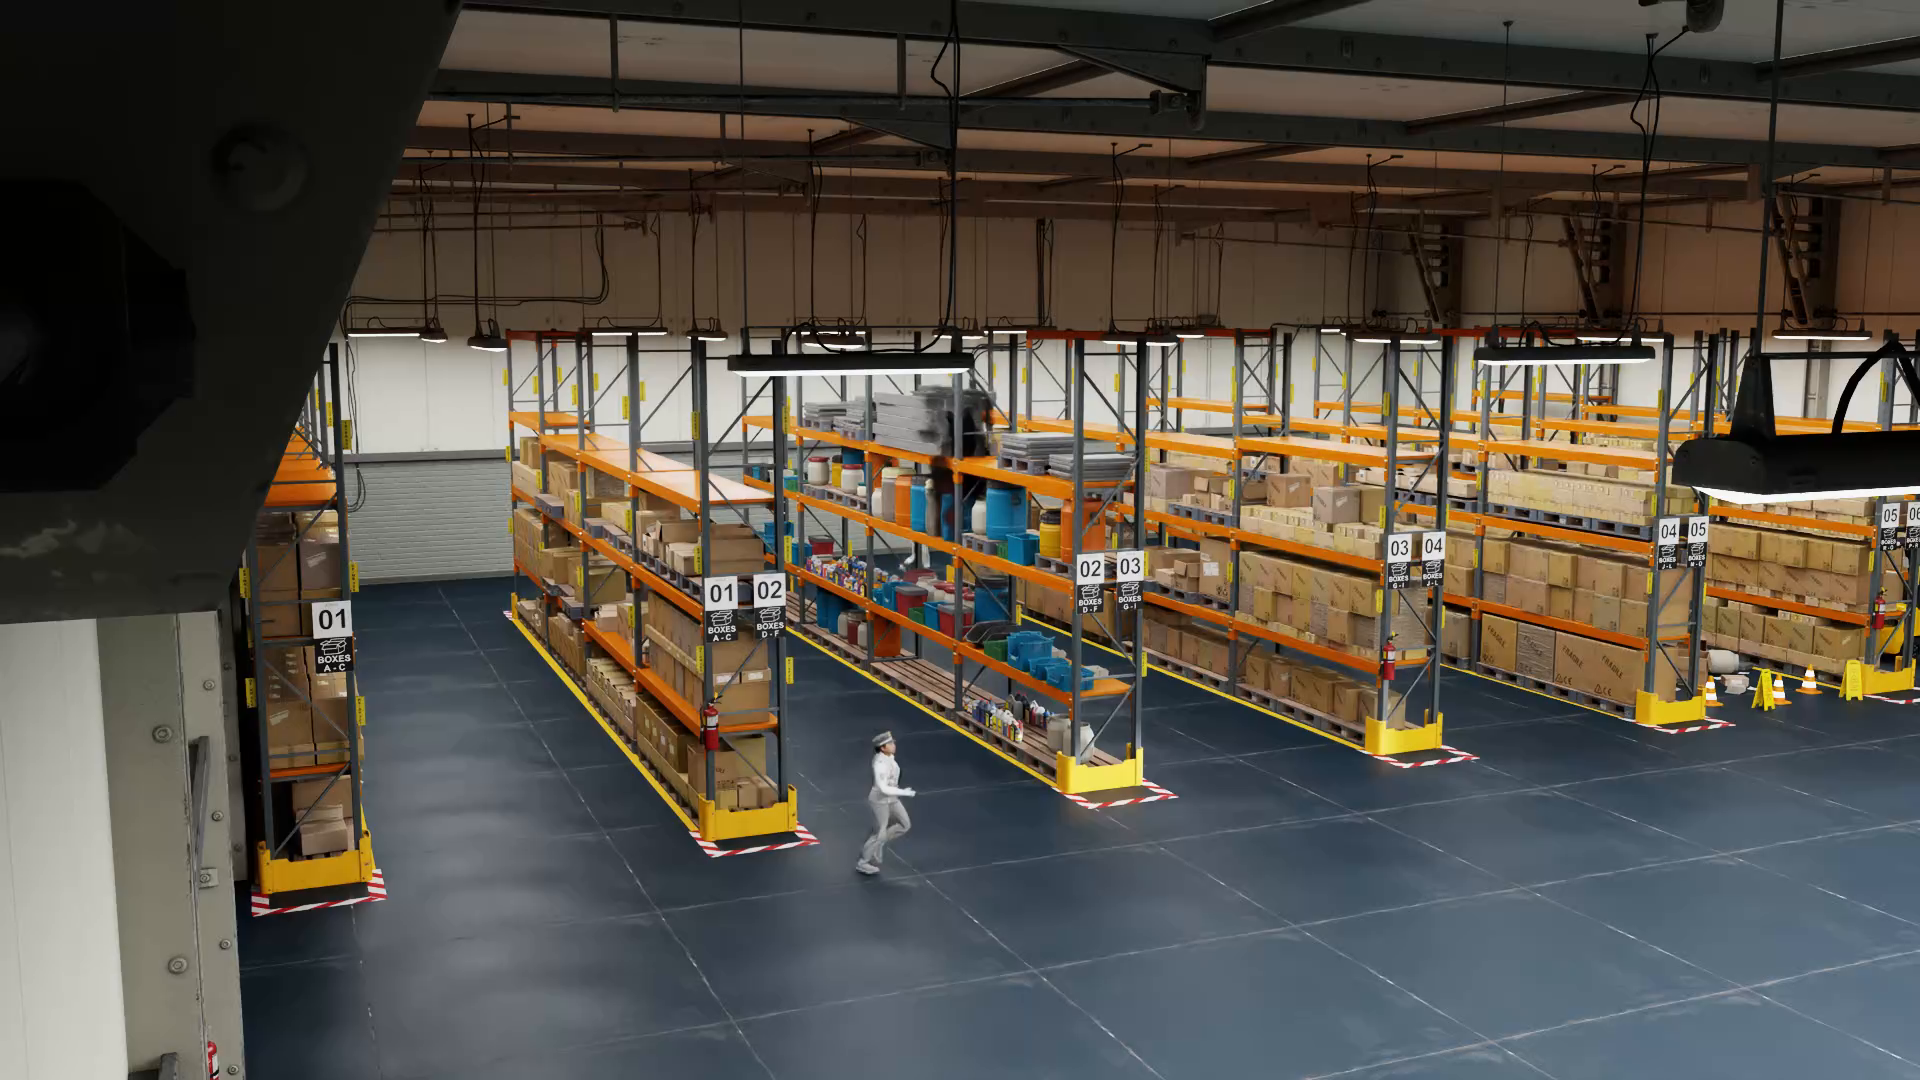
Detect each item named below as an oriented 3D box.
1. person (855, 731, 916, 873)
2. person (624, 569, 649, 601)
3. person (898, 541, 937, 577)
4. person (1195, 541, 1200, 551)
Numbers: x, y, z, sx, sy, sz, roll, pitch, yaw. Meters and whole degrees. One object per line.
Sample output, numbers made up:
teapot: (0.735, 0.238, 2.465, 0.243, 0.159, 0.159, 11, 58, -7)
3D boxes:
person: (-0.829, 2.955, 18.861, 0.715, 1.649, 0.640, 2, 8, 14)
person: (-6.913, 0.715, 35.090, 0.659, 1.720, 0.856, -7, 11, -43)
person: (-0.996, 0.034, 39.580, 0.993, 1.768, 0.661, -3, 8, -23)
person: (6.073, -0.055, 41.427, 0.499, 1.557, 0.597, 7, 11, 43)
